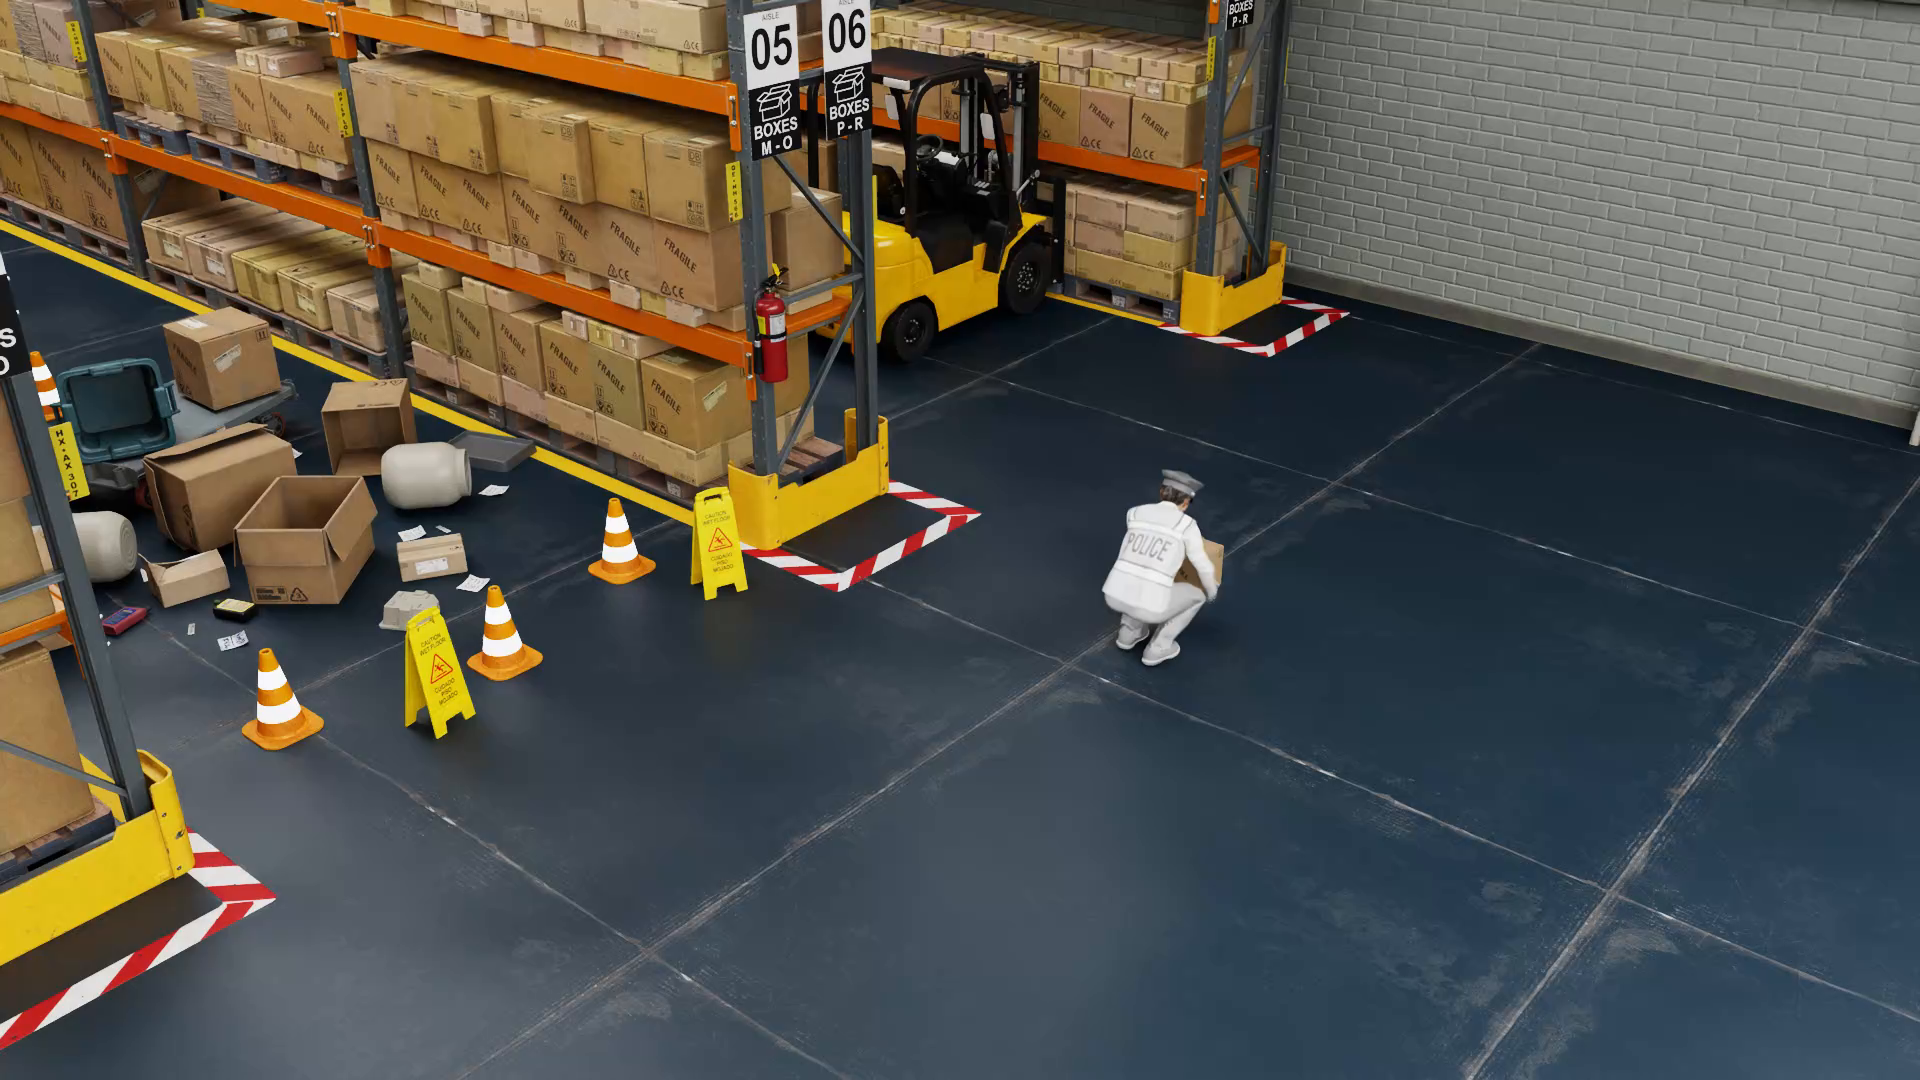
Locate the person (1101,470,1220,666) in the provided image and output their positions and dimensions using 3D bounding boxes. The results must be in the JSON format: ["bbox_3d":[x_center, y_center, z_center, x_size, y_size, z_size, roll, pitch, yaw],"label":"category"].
[{"bbox_3d":[1.103,0.134,9.130,0.470,0.971,0.837,20,34,34],"label":"person"}]
